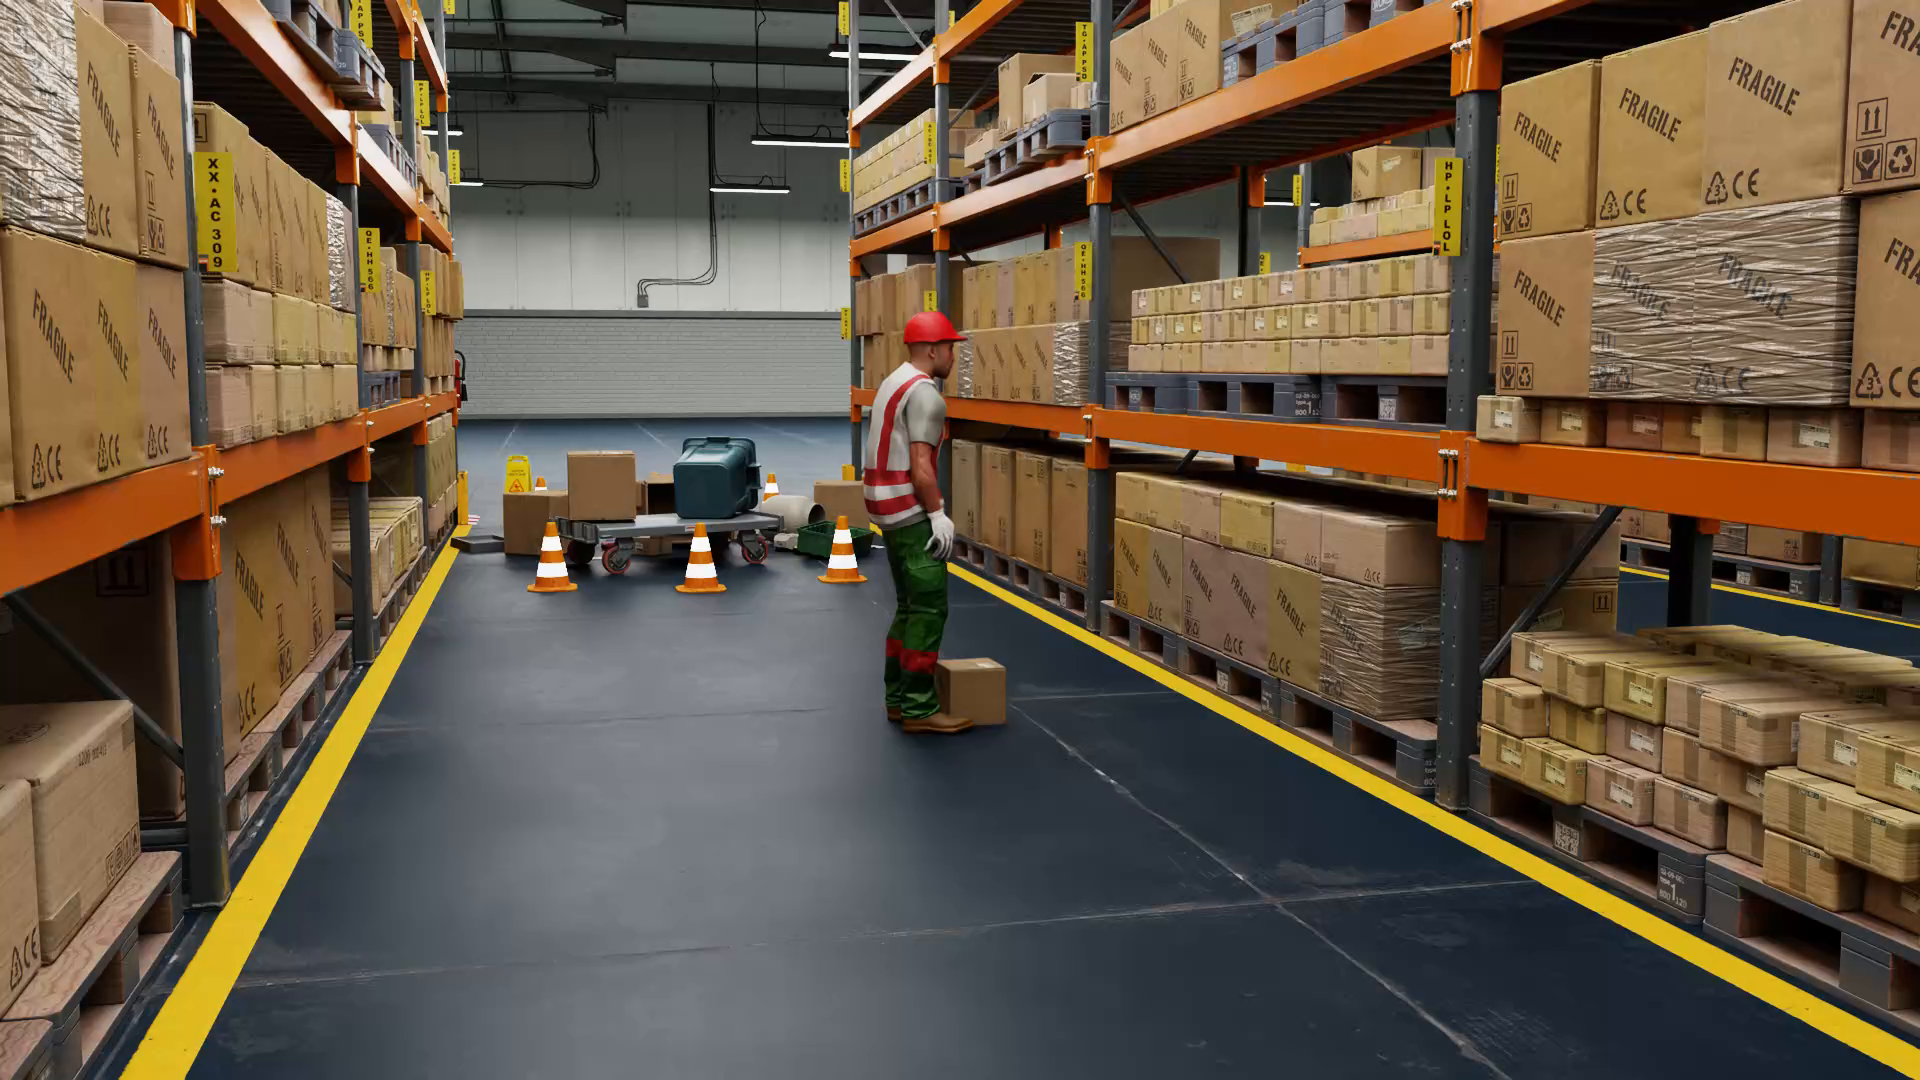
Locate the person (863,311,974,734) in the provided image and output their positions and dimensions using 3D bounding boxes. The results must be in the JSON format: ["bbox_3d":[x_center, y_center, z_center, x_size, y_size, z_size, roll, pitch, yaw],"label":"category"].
[{"bbox_3d":[-0.176,-0.086,7.139,0.446,1.779,0.589,-2,6,-16],"label":"person"}]
